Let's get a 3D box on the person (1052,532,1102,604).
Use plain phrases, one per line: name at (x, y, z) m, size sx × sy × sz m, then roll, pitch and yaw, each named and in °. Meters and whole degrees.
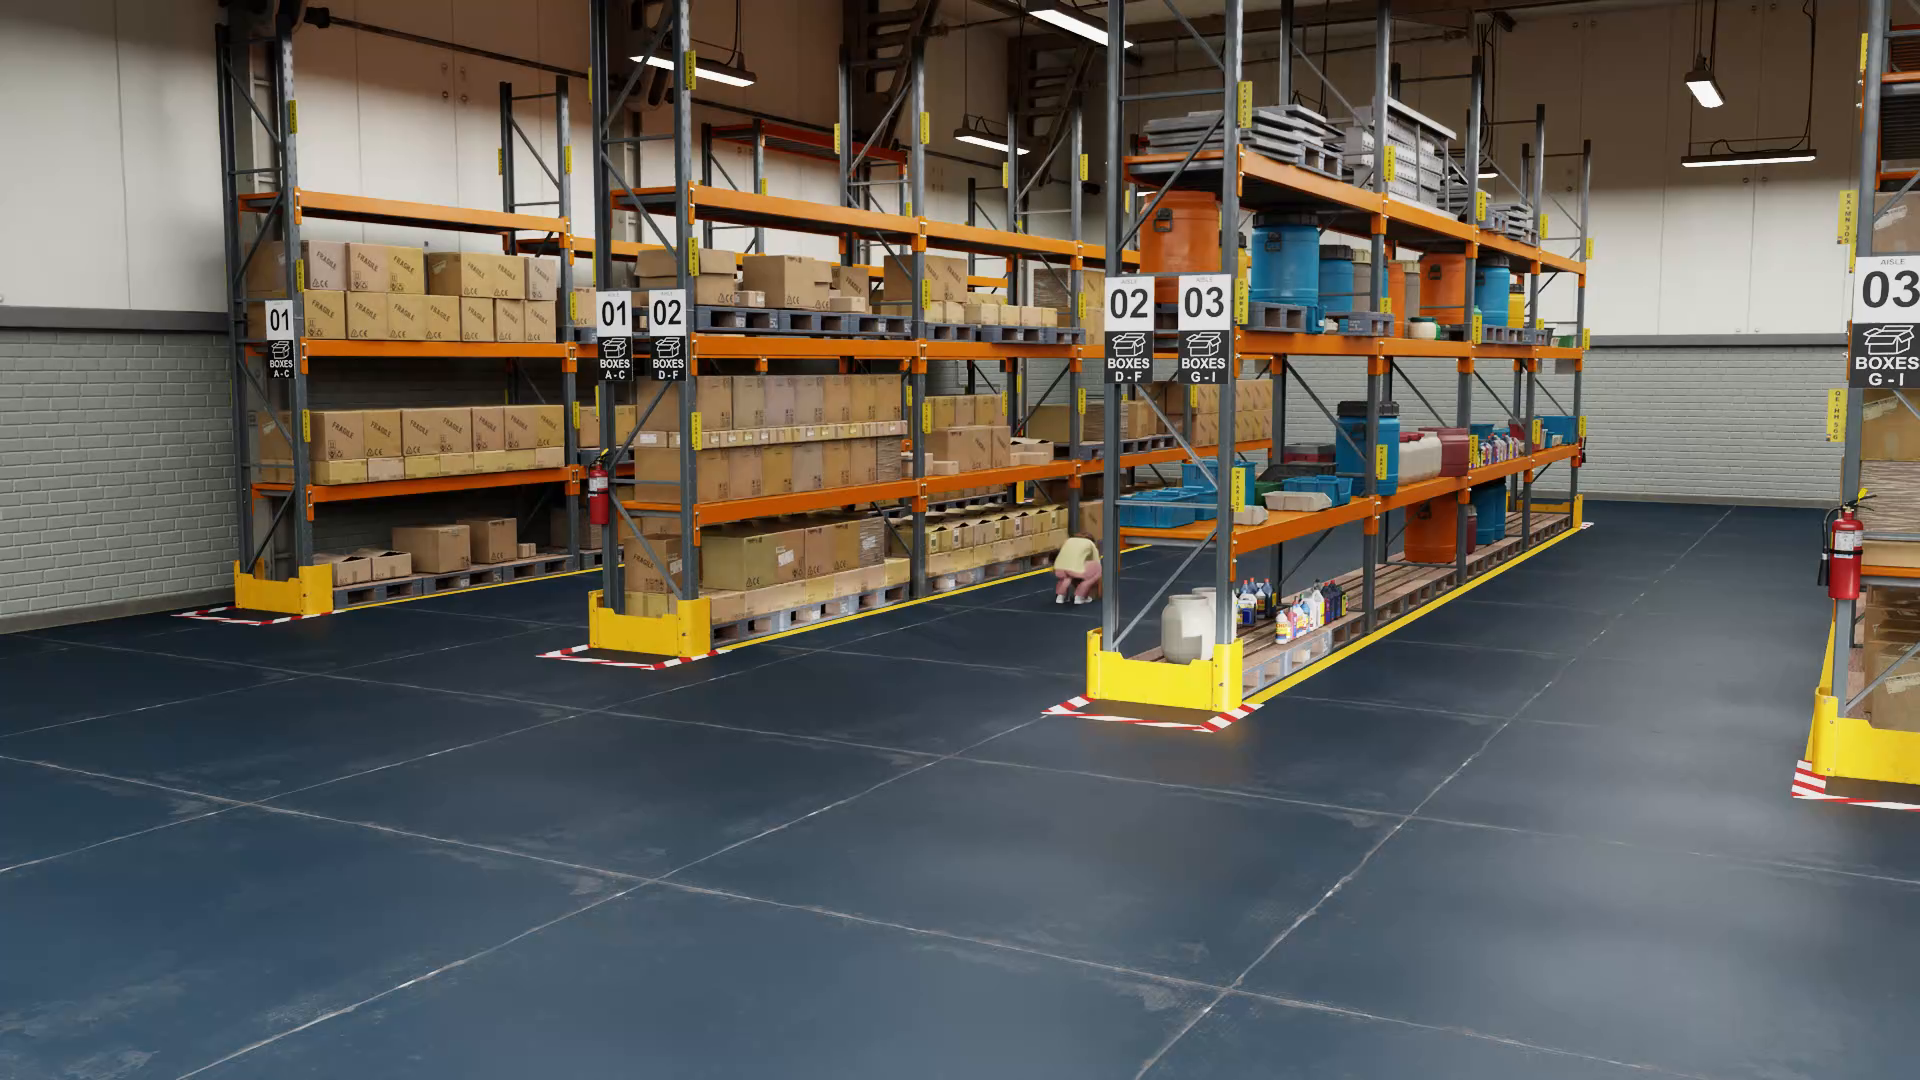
person at (1.278, 0.335, 17.999) m, size 0.465 × 0.804 × 0.835 m, roll 3°, pitch 7°, yaw 28°
